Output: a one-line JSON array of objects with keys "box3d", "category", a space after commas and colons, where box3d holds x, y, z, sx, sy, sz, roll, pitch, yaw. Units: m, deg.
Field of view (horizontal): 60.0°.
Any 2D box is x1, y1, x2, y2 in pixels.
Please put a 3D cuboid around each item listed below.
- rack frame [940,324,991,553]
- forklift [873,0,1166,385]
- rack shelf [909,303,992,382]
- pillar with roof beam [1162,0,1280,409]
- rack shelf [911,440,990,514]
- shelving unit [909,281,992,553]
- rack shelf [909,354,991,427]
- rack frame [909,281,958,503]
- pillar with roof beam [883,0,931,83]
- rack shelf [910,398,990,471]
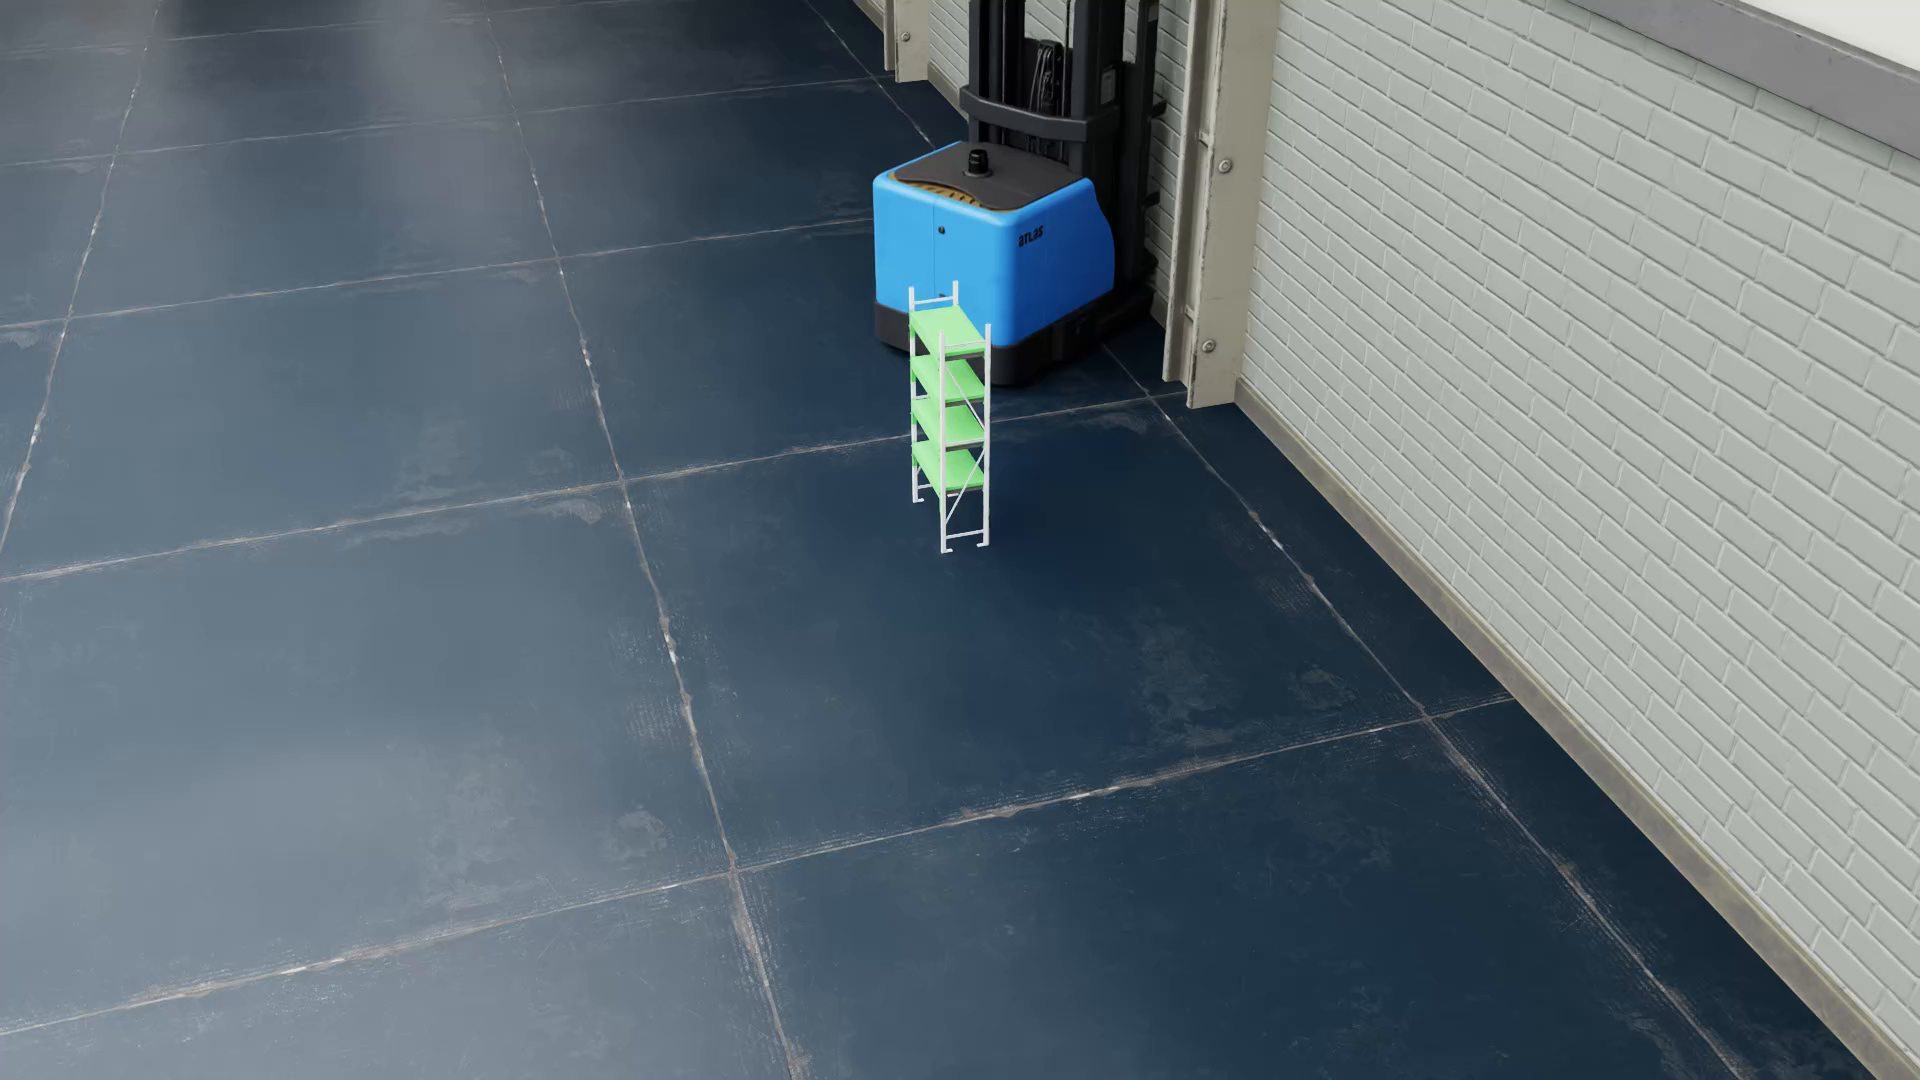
[{"box3d": [0.024, -0.459, 7.857, 0.240, 1.200, 0.015, -10, 35, -15], "category": "rack frame"}, {"box3d": [0.817, -2.843, 9.894, 1.130, 2.935, 3.031, 25, 41, 32], "category": "forklift"}, {"box3d": [-0.051, -0.935, 7.821, 0.258, 0.148, 0.480, -10, 35, -15], "category": "rack shelf"}, {"box3d": [-2.718, -3.898, 5.987, 9.100, 9.000, 0.400, -10, 35, -15], "category": "pillar with roof beam"}, {"box3d": [-0.051, -0.334, 8.218, 0.258, 0.148, 0.480, -10, 35, -15], "category": "rack shelf"}, {"box3d": [-0.051, -0.587, 8.051, 0.258, 1.200, 0.503, -10, 35, -15], "category": "shelving unit"}, {"box3d": [-0.051, -0.734, 7.954, 0.258, 0.148, 0.480, -10, 35, -15], "category": "rack shelf"}, {"box3d": [-0.125, -0.716, 8.245, 0.240, 1.200, 0.015, -10, 35, -15], "category": "rack frame"}, {"box3d": [-4.548, -7.049, 10.754, 9.100, 9.000, 0.400, -10, 35, -15], "category": "pillar with roof beam"}, {"box3d": [-0.051, -0.534, 8.086, 0.258, 0.148, 0.480, -10, 35, -15], "category": "rack shelf"}]
